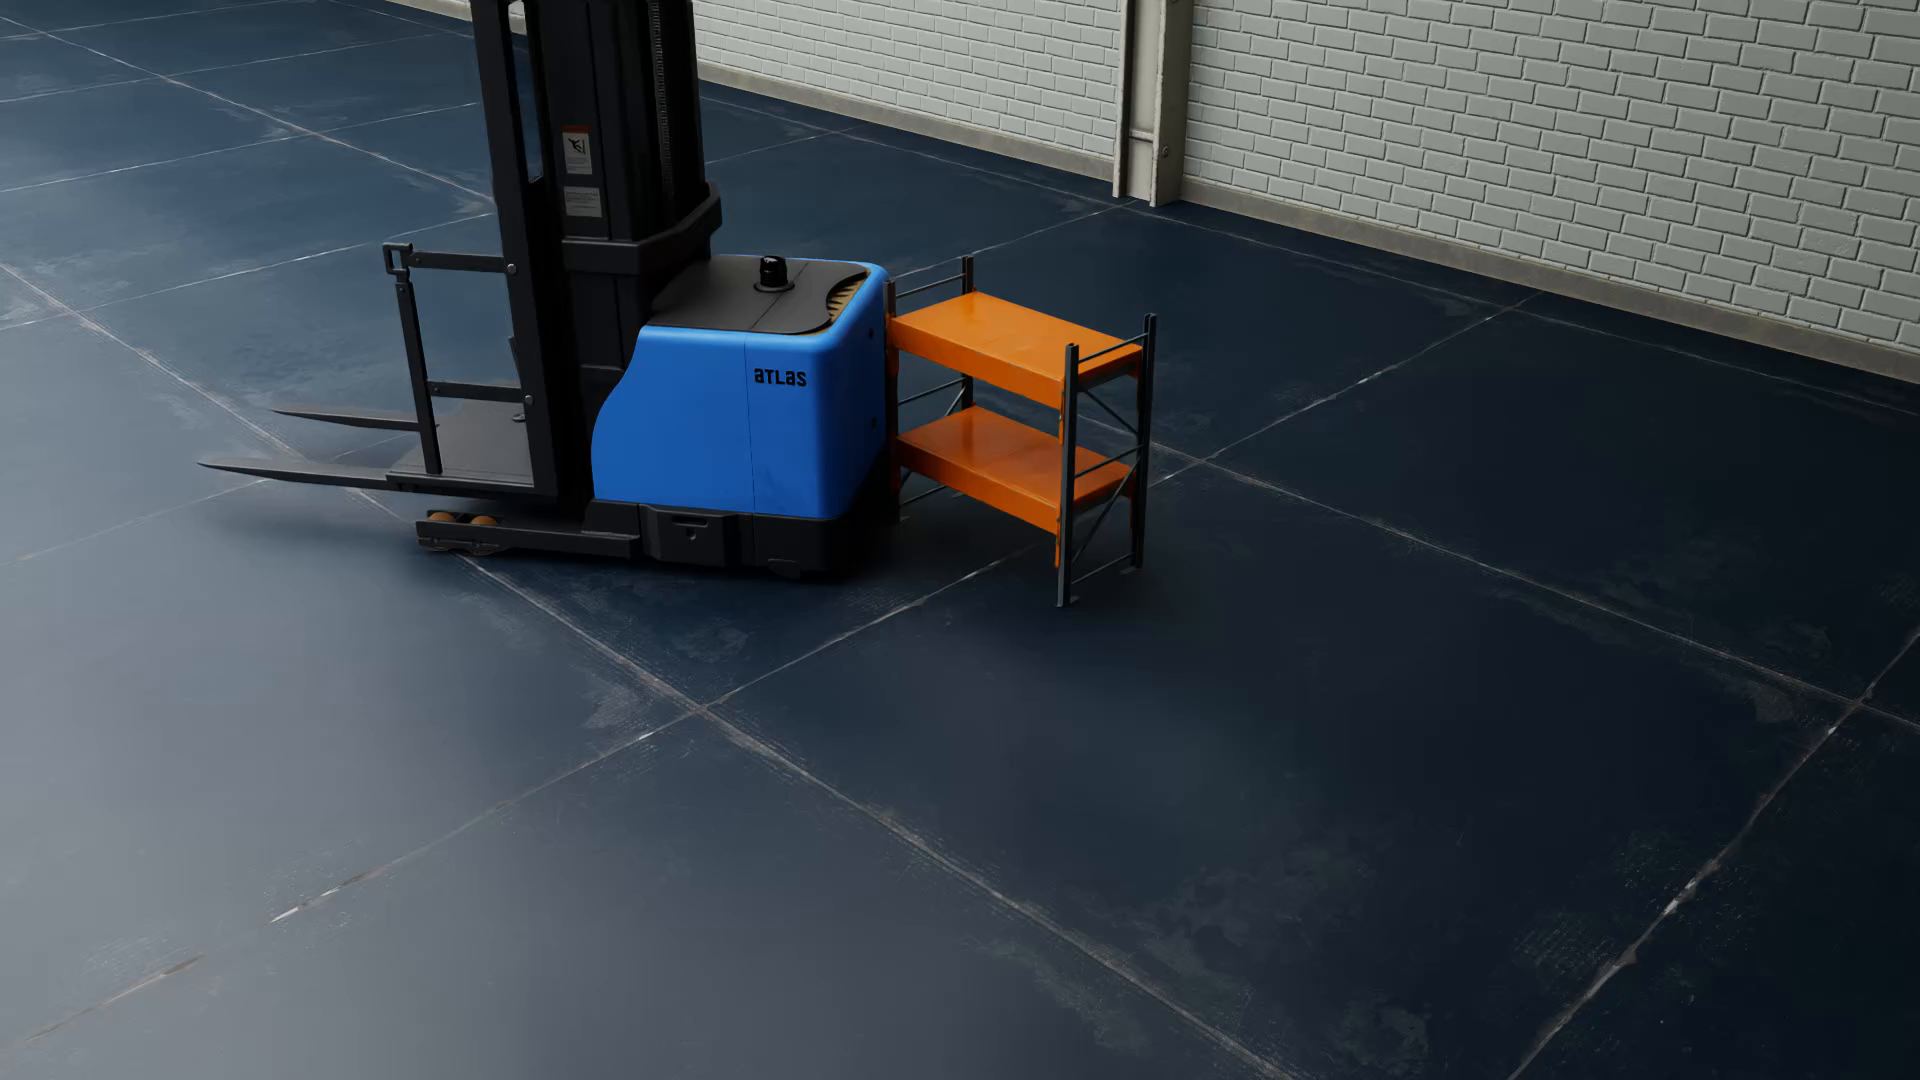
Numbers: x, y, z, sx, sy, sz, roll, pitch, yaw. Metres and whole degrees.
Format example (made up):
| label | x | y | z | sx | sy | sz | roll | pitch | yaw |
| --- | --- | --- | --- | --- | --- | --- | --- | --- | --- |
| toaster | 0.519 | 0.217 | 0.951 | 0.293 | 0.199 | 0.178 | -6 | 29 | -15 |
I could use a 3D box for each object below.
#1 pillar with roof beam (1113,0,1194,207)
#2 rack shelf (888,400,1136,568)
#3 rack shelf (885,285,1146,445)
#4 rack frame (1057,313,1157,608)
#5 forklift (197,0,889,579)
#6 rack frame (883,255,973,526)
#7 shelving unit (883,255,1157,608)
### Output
| label | x | y | z | sx | sy | sz | roll | pitch | yaw |
| --- | --- | --- | --- | --- | --- | --- | --- | --- | --- |
| pillar with roof beam | -1.676 | -5.014 | 7.117 | 0.400 | 9.000 | 9.100 | 25 | 36 | 38 |
| rack shelf | 0.226 | -0.259 | 7.060 | 0.538 | 0.278 | 1.000 | -25 | 36 | -38 |
| rack shelf | 0.226 | -0.735 | 6.810 | 0.538 | 0.278 | 1.000 | -25 | 36 | -38 |
| rack frame | 0.583 | -0.307 | 6.625 | 0.500 | 1.125 | 0.032 | -25 | 36 | -38 |
| forklift | -1.863 | -1.464 | 6.886 | 3.031 | 2.935 | 1.130 | 5 | 28 | 10 |
| rack frame | -0.131 | -0.644 | 7.266 | 0.500 | 1.125 | 0.032 | -25 | 36 | -38 |
| shelving unit | 0.226 | -0.476 | 6.946 | 0.538 | 1.125 | 1.048 | -25 | 36 | -38 |
